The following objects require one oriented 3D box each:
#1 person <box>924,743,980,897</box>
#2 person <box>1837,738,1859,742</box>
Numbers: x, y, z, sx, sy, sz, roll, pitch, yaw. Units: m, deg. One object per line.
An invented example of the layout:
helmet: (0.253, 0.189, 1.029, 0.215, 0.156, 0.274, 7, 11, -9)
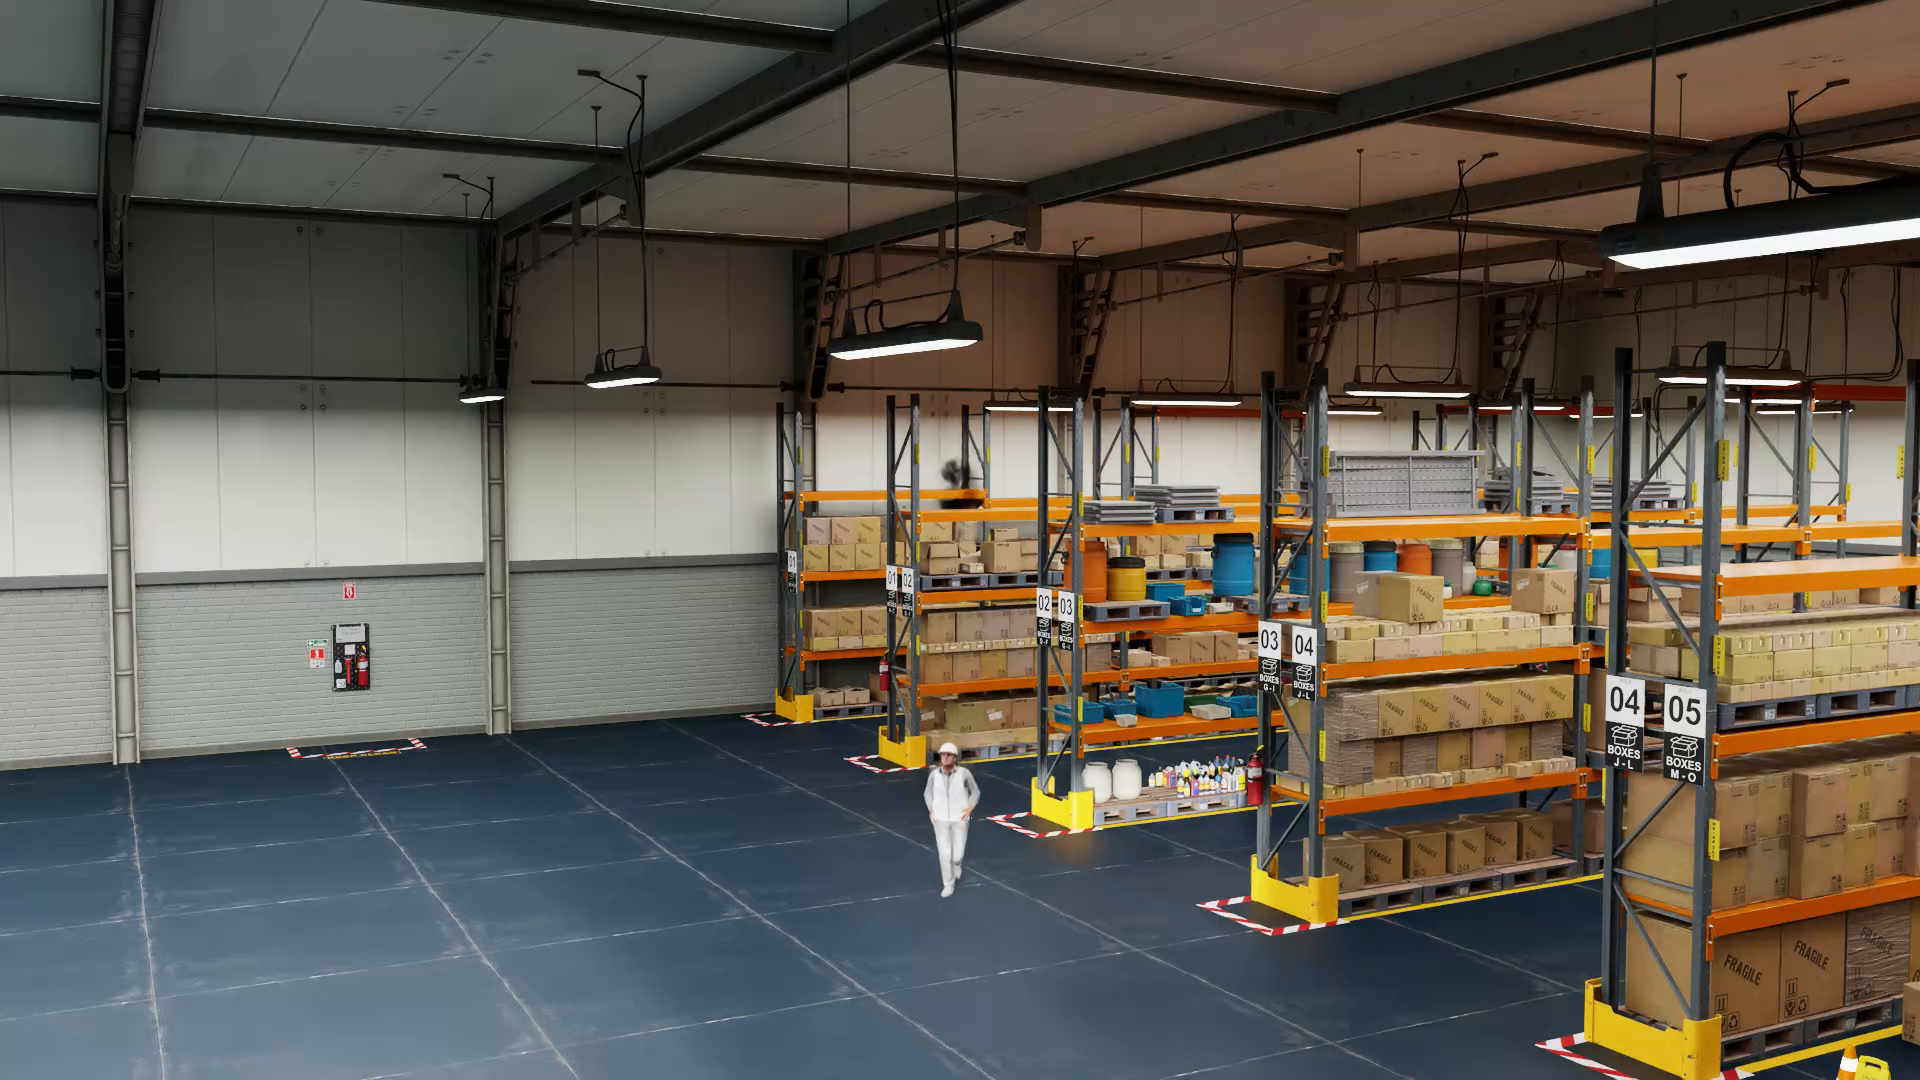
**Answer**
person: (-0.103, 3.215, 19.257, 0.660, 1.746, 0.542, 0, 3, 8)
person: (10.535, 3.176, 19.791, 0.767, 1.839, 0.638, -2, 4, -30)
